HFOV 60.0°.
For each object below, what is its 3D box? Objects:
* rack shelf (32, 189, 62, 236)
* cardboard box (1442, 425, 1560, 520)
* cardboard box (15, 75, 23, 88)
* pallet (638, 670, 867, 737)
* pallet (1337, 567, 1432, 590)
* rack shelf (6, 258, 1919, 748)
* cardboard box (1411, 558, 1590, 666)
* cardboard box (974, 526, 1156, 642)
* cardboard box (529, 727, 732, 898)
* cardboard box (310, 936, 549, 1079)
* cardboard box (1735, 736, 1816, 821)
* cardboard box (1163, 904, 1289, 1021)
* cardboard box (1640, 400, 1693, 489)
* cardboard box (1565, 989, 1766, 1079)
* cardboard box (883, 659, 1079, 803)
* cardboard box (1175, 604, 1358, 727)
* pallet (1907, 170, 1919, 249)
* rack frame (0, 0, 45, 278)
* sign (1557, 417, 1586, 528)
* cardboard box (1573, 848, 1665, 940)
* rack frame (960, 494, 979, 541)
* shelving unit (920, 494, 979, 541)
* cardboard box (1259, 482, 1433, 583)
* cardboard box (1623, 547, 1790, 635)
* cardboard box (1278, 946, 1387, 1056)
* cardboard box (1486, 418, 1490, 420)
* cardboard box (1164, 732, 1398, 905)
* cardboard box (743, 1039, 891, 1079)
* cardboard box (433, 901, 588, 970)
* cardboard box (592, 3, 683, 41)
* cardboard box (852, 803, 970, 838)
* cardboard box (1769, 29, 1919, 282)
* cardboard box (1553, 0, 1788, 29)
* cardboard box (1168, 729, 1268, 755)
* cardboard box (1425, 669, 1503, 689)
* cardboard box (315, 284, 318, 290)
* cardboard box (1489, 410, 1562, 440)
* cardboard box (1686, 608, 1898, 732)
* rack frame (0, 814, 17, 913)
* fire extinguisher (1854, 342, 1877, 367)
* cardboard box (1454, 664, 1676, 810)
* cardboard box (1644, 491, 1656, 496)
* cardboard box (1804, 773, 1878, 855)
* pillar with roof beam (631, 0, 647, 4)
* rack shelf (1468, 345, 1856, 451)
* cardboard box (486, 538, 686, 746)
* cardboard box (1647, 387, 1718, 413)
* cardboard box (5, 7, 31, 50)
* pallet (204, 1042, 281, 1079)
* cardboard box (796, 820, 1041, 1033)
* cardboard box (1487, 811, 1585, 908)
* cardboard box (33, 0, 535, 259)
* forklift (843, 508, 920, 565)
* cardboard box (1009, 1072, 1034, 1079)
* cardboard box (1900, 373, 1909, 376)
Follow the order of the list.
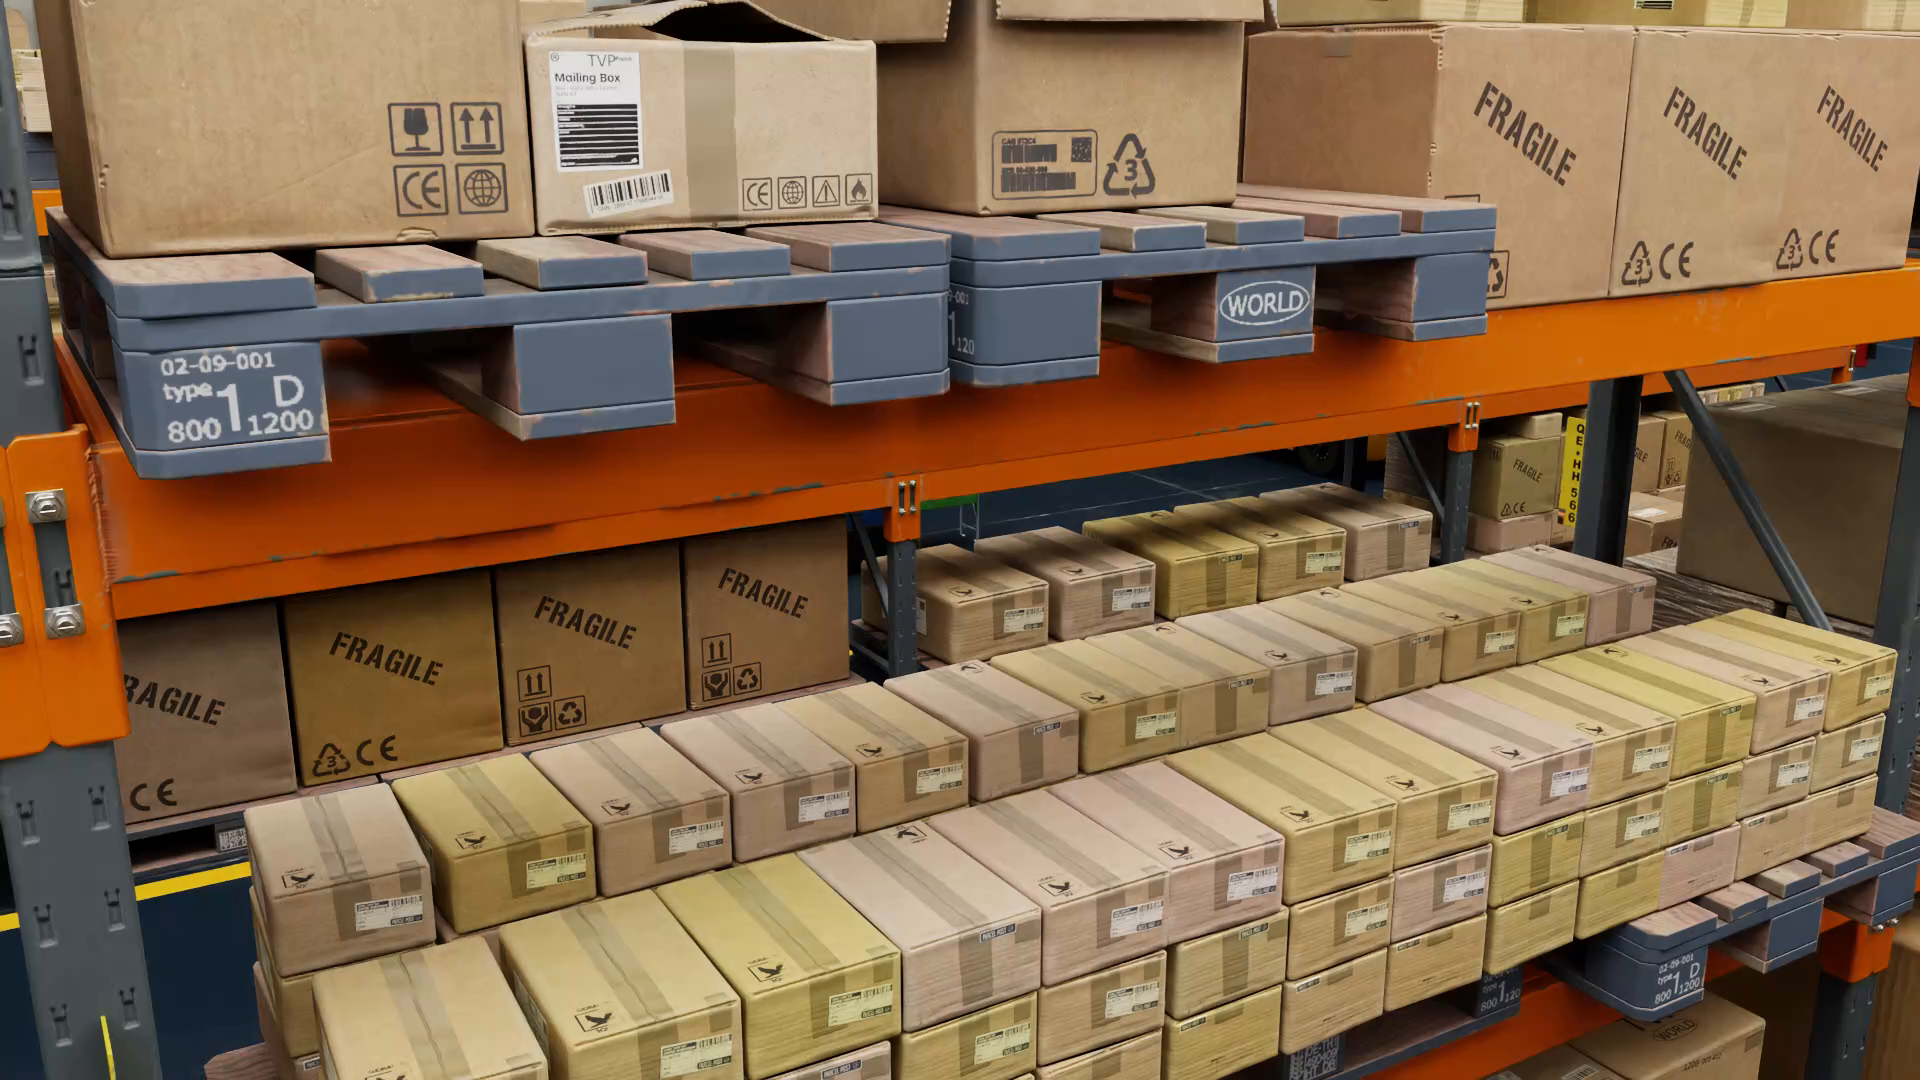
[{"bbox_3d":[-2.243,-1.461,7.339,4.000,0.370,1.077,-9,18,-30],"label":"rack shelf"},{"bbox_3d":[3.545,-0.456,10.905,0.500,0.500,0.500,-8,18,-27],"label":"cardboard box"},{"bbox_3d":[-5.816,-2.784,10.229,0.250,0.149,0.380,-9,18,-29],"label":"cardboard box"},{"bbox_3d":[-1.243,0.794,8.687,1.213,0.211,1.003,-9,18,-30],"label":"pallet"},{"bbox_3d":[2.234,0.254,10.612,1.213,0.211,1.003,-9,18,-30],"label":"pallet"},{"bbox_3d":[0.393,-0.330,3.304,4.000,0.370,1.077,-9,18,-30],"label":"rack shelf"},{"bbox_3d":[1.383,0.180,4.296,0.250,0.149,0.380,-10,18,-31],"label":"cardboard box"},{"bbox_3d":[0.590,0.241,9.581,0.625,0.372,0.950,-10,18,-31],"label":"cardboard box"},{"bbox_3d":[-0.625,0.505,3.137,0.250,0.149,0.380,-10,18,-31],"label":"cardboard box"},{"bbox_3d":[-0.747,0.730,2.333,0.250,0.149,0.380,-8,18,-27],"label":"cardboard box"},{"bbox_3d":[1.691,0.477,3.786,0.250,0.149,0.380,-8,18,-28],"label":"cardboard box"},{"bbox_3d":[0.376,0.690,3.027,0.250,0.149,0.380,-10,18,-31],"label":"cardboard box"},{"bbox_3d":[4.895,-0.679,11.701,0.500,0.500,0.500,-10,18,-31],"label":"cardboard box"},{"bbox_3d":[1.656,1.286,4.227,0.500,0.250,0.500,-10,18,-31],"label":"cardboard box"},{"bbox_3d":[0.040,0.397,3.523,0.250,0.149,0.380,-10,19,-32],"label":"cardboard box"},{"bbox_3d":[0.712,0.288,3.911,0.250,0.149,0.380,-8,18,-27],"label":"cardboard box"},{"bbox_3d":[2.632,-0.965,4.587,1.003,0.211,1.213,-8,18,-27],"label":"pallet"},{"bbox_3d":[-1.321,-1.842,1.810,0.127,3.000,1.000,-9,18,-30],"label":"rack frame"},{"bbox_3d":[1.819,-0.195,4.904,0.005,0.325,0.100,-9,18,-30],"label":"sign"},{"bbox_3d":[1.272,0.688,3.587,0.250,0.149,0.380,-9,18,-30],"label":"cardboard box"},{"bbox_3d":[0.067,-0.589,11.787,0.015,1.200,0.240,-9,18,-30],"label":"rack frame"},{"bbox_3d":[-0.142,-0.555,11.666,0.503,1.200,0.258,-9,18,-30],"label":"shelving unit"},{"bbox_3d":[2.452,-0.060,10.658,0.625,0.372,0.950,-9,18,-29],"label":"cardboard box"},{"bbox_3d":[2.355,0.317,5.035,0.500,0.500,0.500,-9,18,-30],"label":"cardboard box"},{"bbox_3d":[0.588,0.800,3.187,0.250,0.149,0.380,-10,19,-32],"label":"cardboard box"},{"bbox_3d":[3.704,-0.652,11.604,0.500,0.500,0.500,-9,18,-29],"label":"cardboard box"},{"bbox_3d":[0.591,0.512,3.111,0.250,0.149,0.380,-9,18,-28],"label":"cardboard box"},{"bbox_3d":[-0.304,0.801,2.631,0.250,0.149,0.380,-9,18,-28],"label":"cardboard box"},{"bbox_3d":[-0.856,0.684,3.049,0.250,0.149,0.380,-9,18,-29],"label":"cardboard box"},{"bbox_3d":[-1.279,-2.154,7.516,0.500,0.500,0.700,-10,19,-32],"label":"cardboard box"},{"bbox_3d":[-0.187,0.575,3.437,0.250,0.149,0.380,-10,19,-33],"label":"cardboard box"},{"bbox_3d":[1.749,-0.864,3.692,0.500,0.500,0.500,-9,18,-30],"label":"cardboard box"},{"bbox_3d":[1.463,-1.180,3.400,0.258,0.266,0.396,-9,18,-30],"label":"cardboard box"},{"bbox_3d":[0.487,0.466,3.827,0.250,0.149,0.380,-9,18,-30],"label":"cardboard box"},{"bbox_3d":[1.131,0.363,4.195,0.250,0.149,0.380,-10,18,-31],"label":"cardboard box"},{"bbox_3d":[-2.819,-0.874,7.434,0.500,0.500,0.500,-9,18,-28],"label":"cardboard box"},{"bbox_3d":[3.683,-0.772,10.830,0.250,0.149,0.380,-9,18,-29],"label":"cardboard box"},{"bbox_3d":[1.924,0.297,3.879,0.250,0.149,0.380,-10,19,-32],"label":"cardboard box"},{"bbox_3d":[-3.957,-0.085,6.655,0.127,3.000,1.000,-9,18,-30],"label":"rack frame"},{"bbox_3d":[6.665,-1.625,12.293,0.183,0.674,0.296,-9,18,-30],"label":"fire extinguisher"},{"bbox_3d":[1.256,0.406,3.491,0.250,0.149,0.380,-9,18,-28],"label":"cardboard box"},{"bbox_3d":[4.450,-0.246,11.546,0.500,0.250,0.500,-9,18,-30],"label":"cardboard box"},{"bbox_3d":[1.921,0.584,3.957,0.250,0.149,0.380,-9,18,-29],"label":"cardboard box"},{"bbox_3d":[-0.217,-4.071,9.761,0.400,9.000,9.100,-9,18,-30],"label":"pillar with roof beam"},{"bbox_3d":[4.615,-1.129,11.711,4.000,0.370,1.077,-9,18,-30],"label":"rack shelf"},{"bbox_3d":[-1.930,0.380,8.156,0.875,0.875,0.875,-9,18,-29],"label":"cardboard box"},{"bbox_3d":[5.053,-0.996,11.630,0.250,0.149,0.380,-8,18,-27],"label":"cardboard box"},{"bbox_3d":[-6.080,-3.252,10.580,0.258,0.266,0.396,-9,18,-30],"label":"cardboard box"},{"bbox_3d":[-0.591,1.066,2.905,1.213,0.211,1.003,-9,18,-30],"label":"pallet"},{"bbox_3d":[-0.074,0.621,2.723,0.250,0.149,0.380,-9,18,-30],"label":"cardboard box"},{"bbox_3d":[1.037,0.583,3.408,0.250,0.149,0.380,-9,18,-30],"label":"cardboard box"},{"bbox_3d":[-0.940,-0.676,2.242,0.500,0.500,0.700,-9,18,-30],"label":"cardboard box"},{"bbox_3d":[-1.841,-1.215,10.815,3.031,2.935,1.130,-6,17,-22],"label":"forklift"},{"bbox_3d":[-0.080,0.908,2.800,0.250,0.149,0.380,-9,18,-29],"label":"cardboard box"},{"bbox_3d":[3.369,-0.242,5.178,0.500,0.500,0.700,-10,18,-31],"label":"cardboard box"}]
